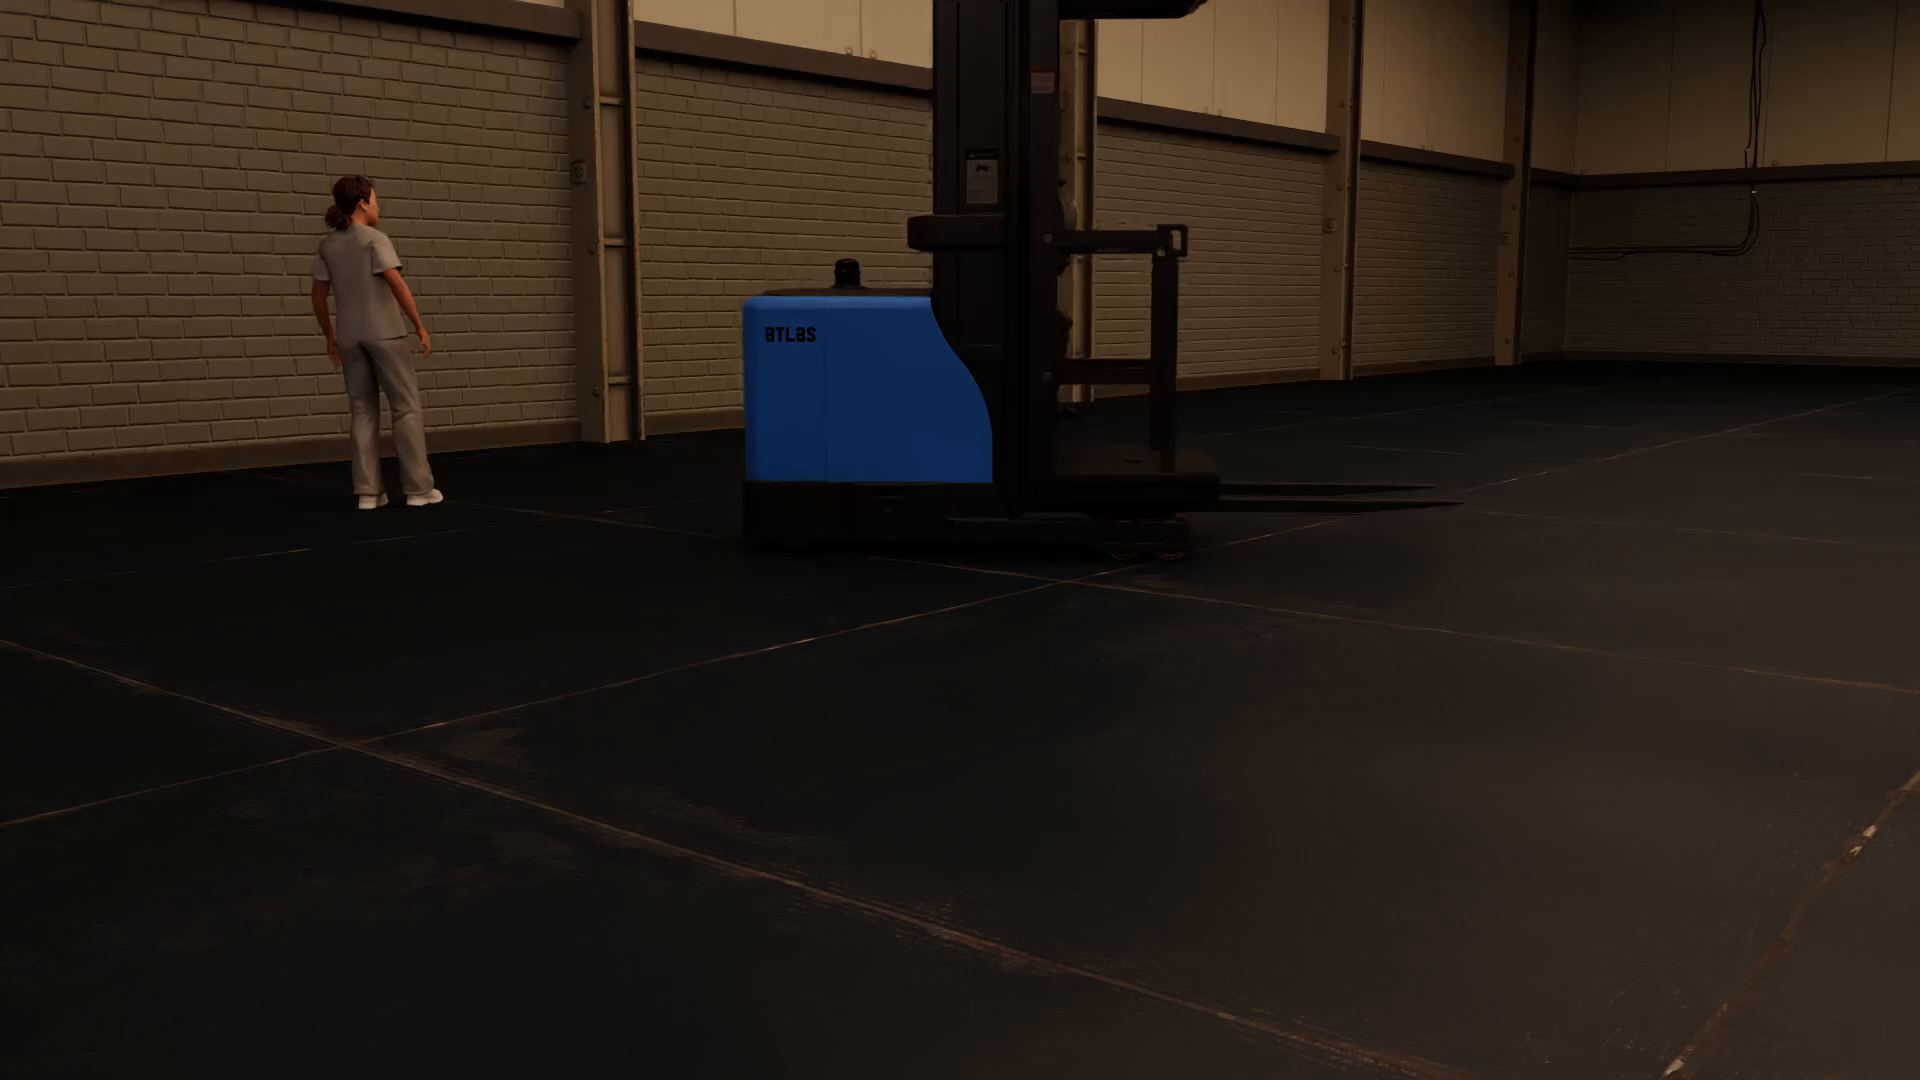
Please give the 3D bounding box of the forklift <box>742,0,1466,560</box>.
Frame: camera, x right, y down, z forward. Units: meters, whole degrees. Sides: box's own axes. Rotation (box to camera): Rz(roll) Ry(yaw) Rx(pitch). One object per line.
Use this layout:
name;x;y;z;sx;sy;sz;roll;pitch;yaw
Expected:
forklift;0.619;-1.447;7.170;3.031;2.935;1.130;1;8;4

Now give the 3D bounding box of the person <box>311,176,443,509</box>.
person;-2.962;-1.003;8.495;0.606;1.670;0.507;2;9;12
